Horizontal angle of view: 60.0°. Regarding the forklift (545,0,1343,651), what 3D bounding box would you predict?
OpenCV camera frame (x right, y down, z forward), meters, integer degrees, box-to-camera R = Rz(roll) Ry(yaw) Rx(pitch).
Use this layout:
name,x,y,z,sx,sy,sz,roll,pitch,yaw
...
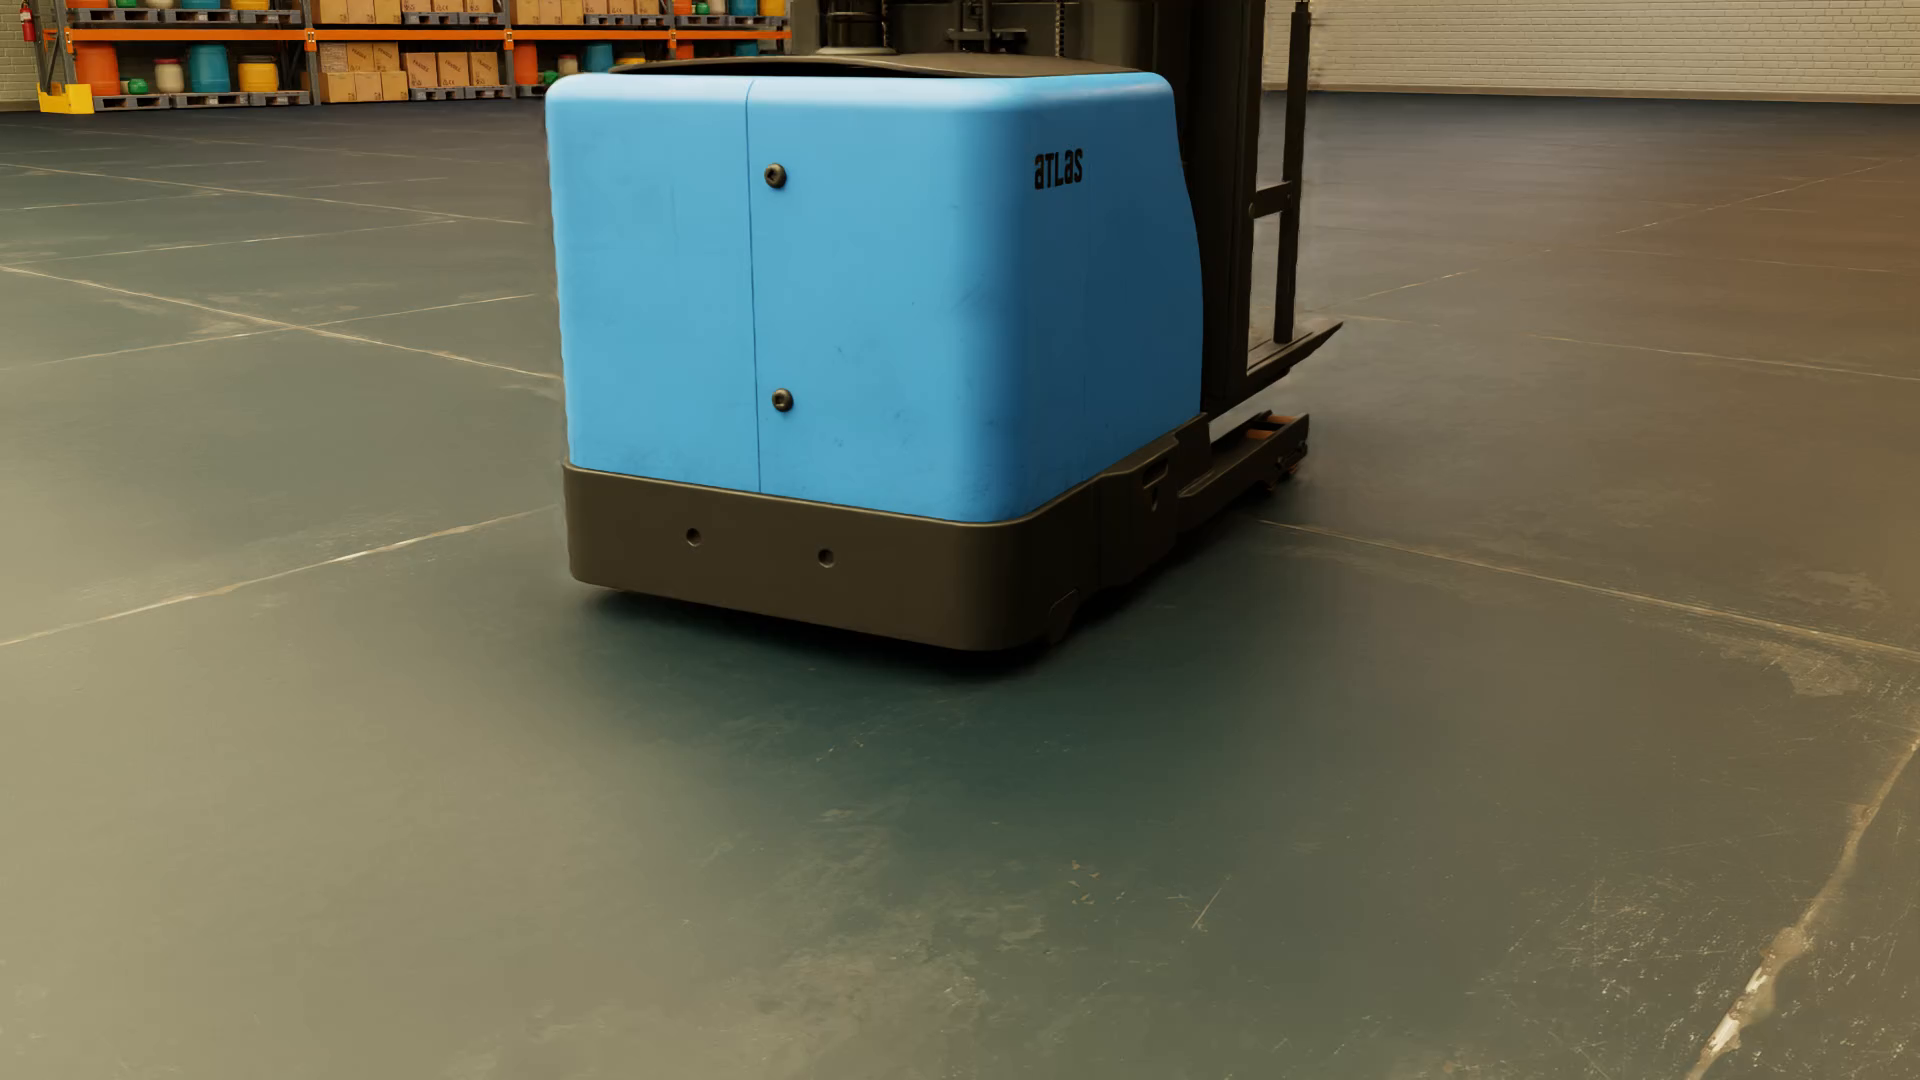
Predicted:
name,x,y,z,sx,sy,sz,roll,pitch,yaw
forklift,0.301,-1.581,4.103,1.130,2.935,3.031,8,19,26
